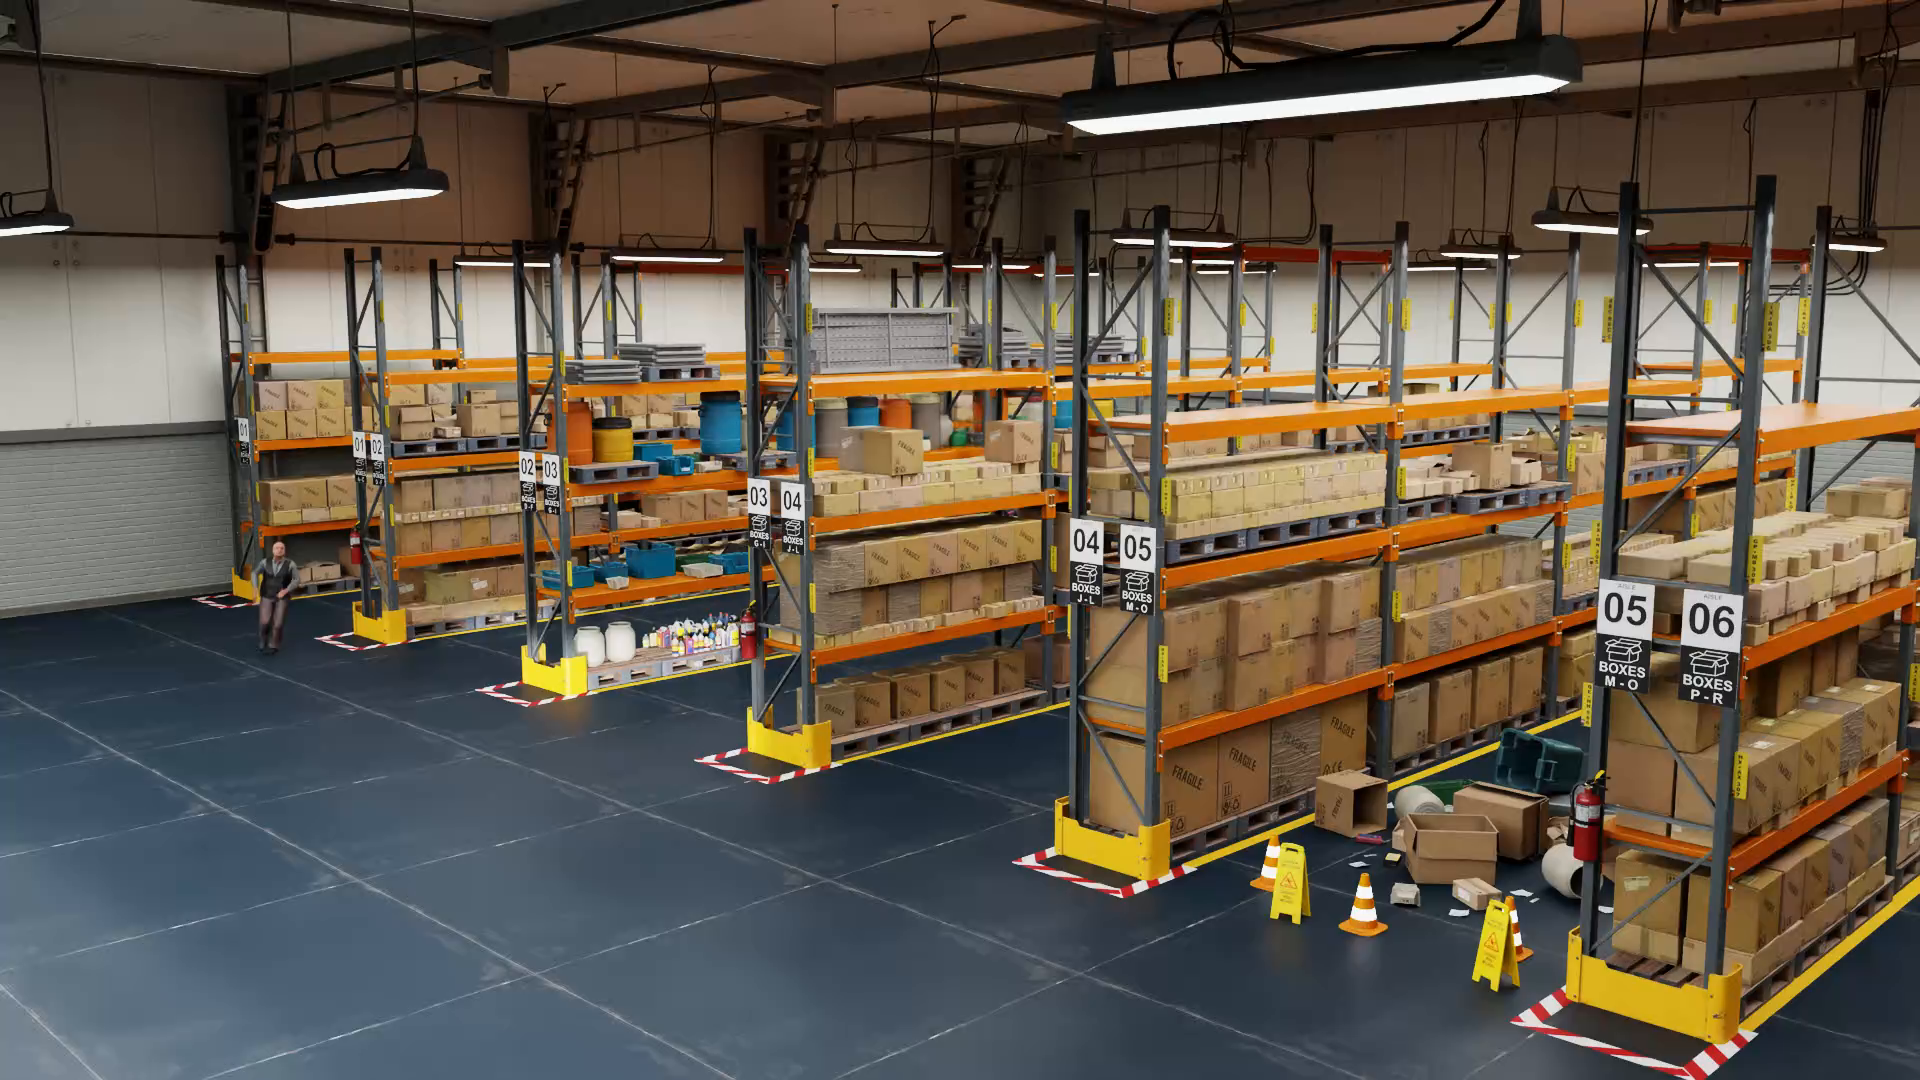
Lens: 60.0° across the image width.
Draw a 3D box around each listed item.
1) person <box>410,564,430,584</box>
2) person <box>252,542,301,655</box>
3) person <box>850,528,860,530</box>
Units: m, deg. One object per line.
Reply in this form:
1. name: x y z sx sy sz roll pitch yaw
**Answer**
1. person: -9.146 0.362 28.084 0.580 1.749 0.729 5 9 30
2. person: -10.094 0.869 24.587 0.686 1.665 0.522 -3 9 -20
3. person: -1.944 -0.131 29.018 0.678 1.684 0.760 8 11 44
